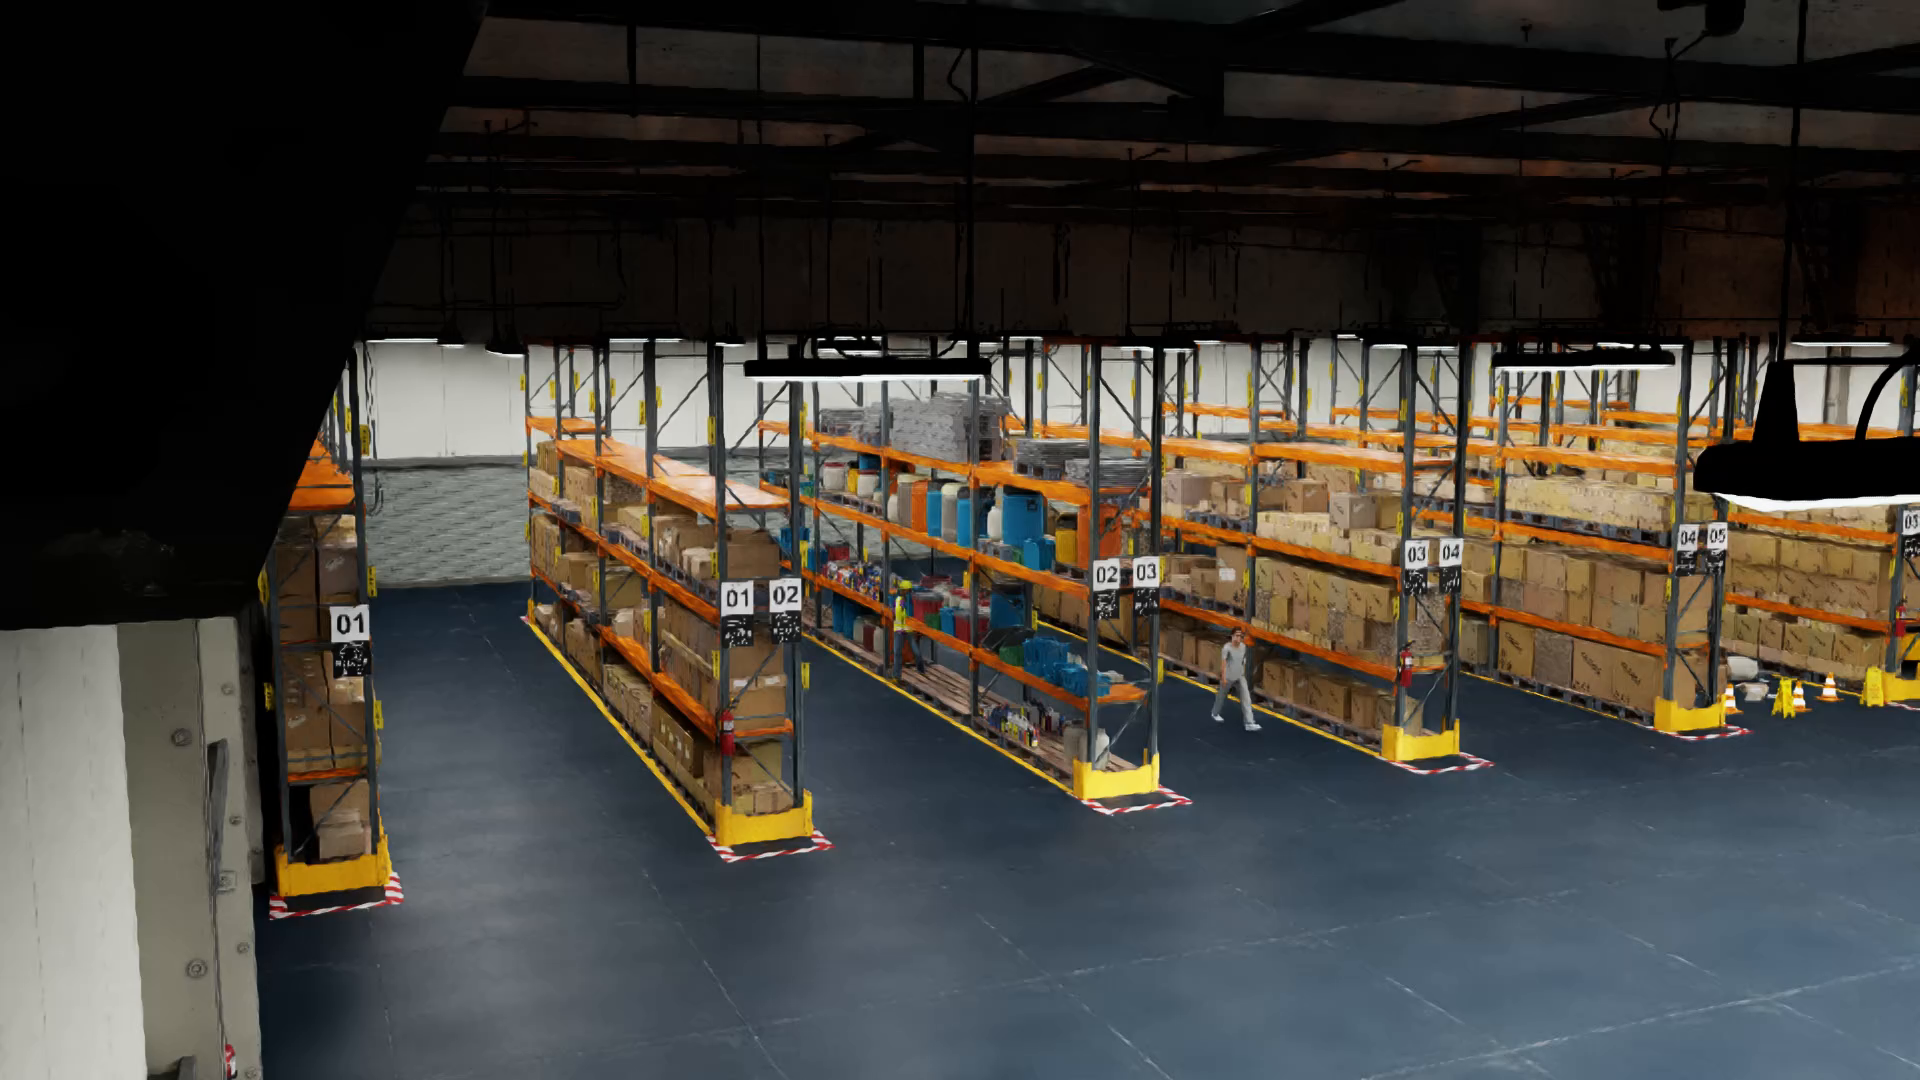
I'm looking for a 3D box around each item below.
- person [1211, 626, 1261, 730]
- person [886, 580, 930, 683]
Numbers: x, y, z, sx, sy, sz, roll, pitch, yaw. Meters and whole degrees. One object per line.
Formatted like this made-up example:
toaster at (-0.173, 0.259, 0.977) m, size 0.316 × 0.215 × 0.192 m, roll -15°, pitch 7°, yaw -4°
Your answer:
person at (4.241, 2.107, 25.787) m, size 0.446 × 1.590 × 1.110 m, roll -3°, pitch 8°, yaw -20°
person at (-0.874, 1.574, 28.502) m, size 0.700 × 1.766 × 0.566 m, roll 3°, pitch 8°, yaw 20°
